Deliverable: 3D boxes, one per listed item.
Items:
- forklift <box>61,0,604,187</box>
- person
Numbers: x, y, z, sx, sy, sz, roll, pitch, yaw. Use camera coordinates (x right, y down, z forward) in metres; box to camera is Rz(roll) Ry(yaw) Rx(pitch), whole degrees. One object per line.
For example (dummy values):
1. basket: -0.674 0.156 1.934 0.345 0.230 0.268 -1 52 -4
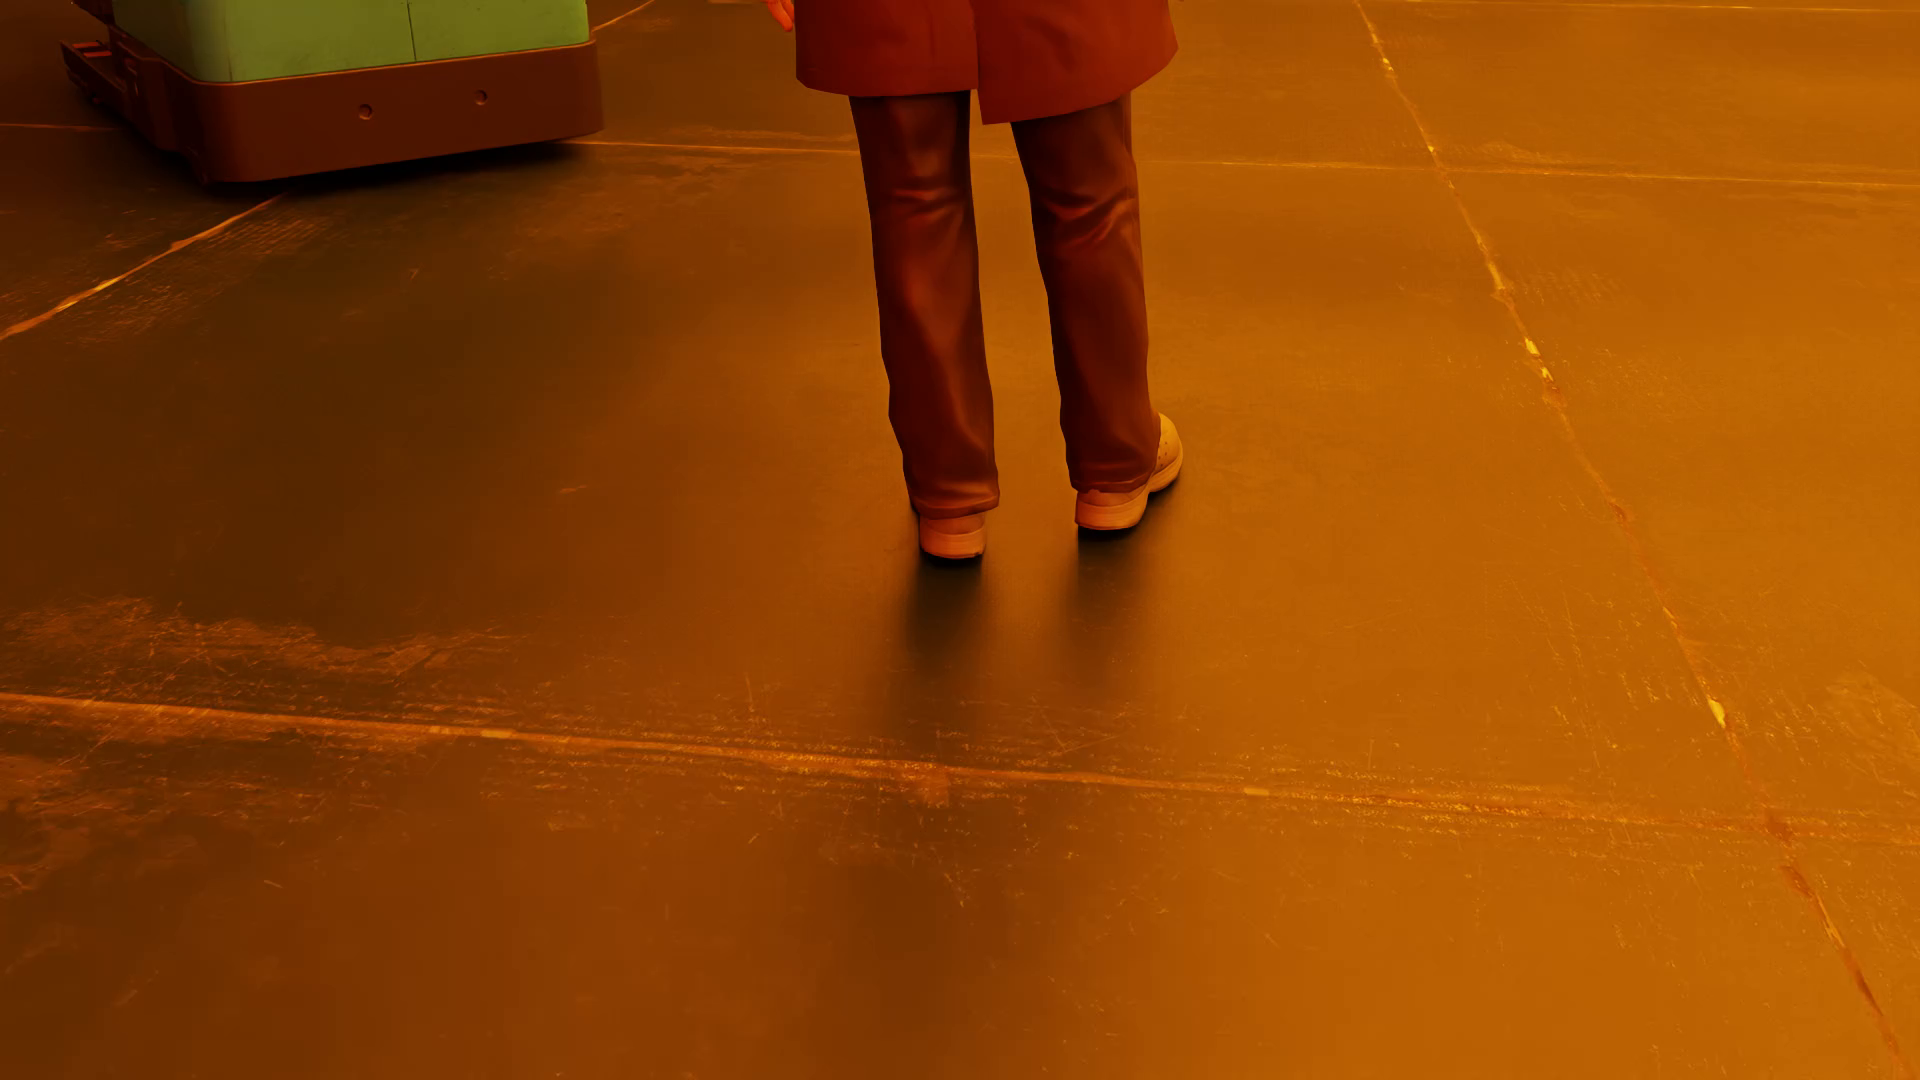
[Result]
1. forklift: -2.252 -2.798 4.826 1.130 2.935 3.031 -17 31 -31
2. person: 0.017 -0.841 2.180 0.694 1.775 0.582 3 27 7
